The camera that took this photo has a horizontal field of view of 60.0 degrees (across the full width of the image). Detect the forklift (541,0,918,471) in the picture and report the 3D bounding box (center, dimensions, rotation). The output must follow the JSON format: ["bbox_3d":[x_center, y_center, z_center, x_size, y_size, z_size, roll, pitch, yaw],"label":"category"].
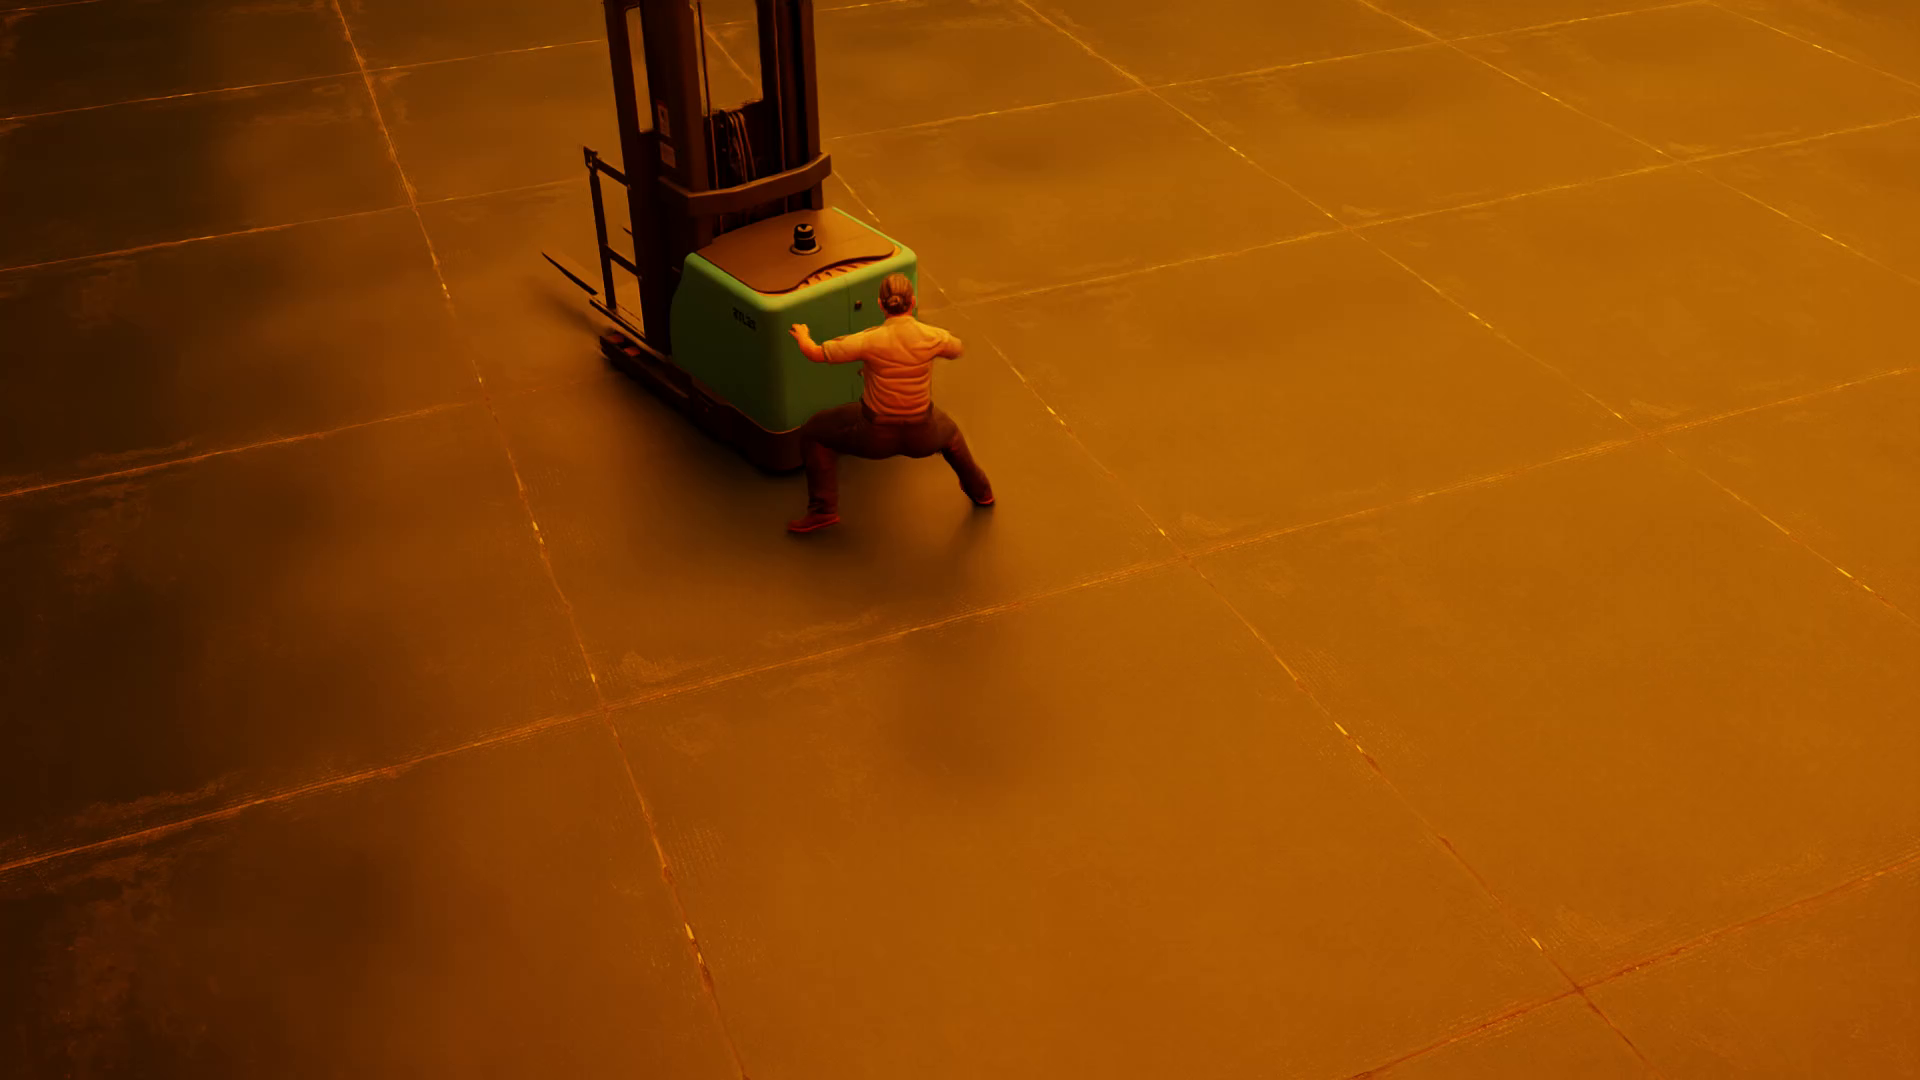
[{"bbox_3d":[-1.536,-2.359,9.416,1.130,2.935,3.031,-25,43,-31],"label":"forklift"}]

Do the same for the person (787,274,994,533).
[{"bbox_3d":[-0.362,-0.712,8.398,1.114,1.426,0.660,-6,36,-8],"label":"person"}]
